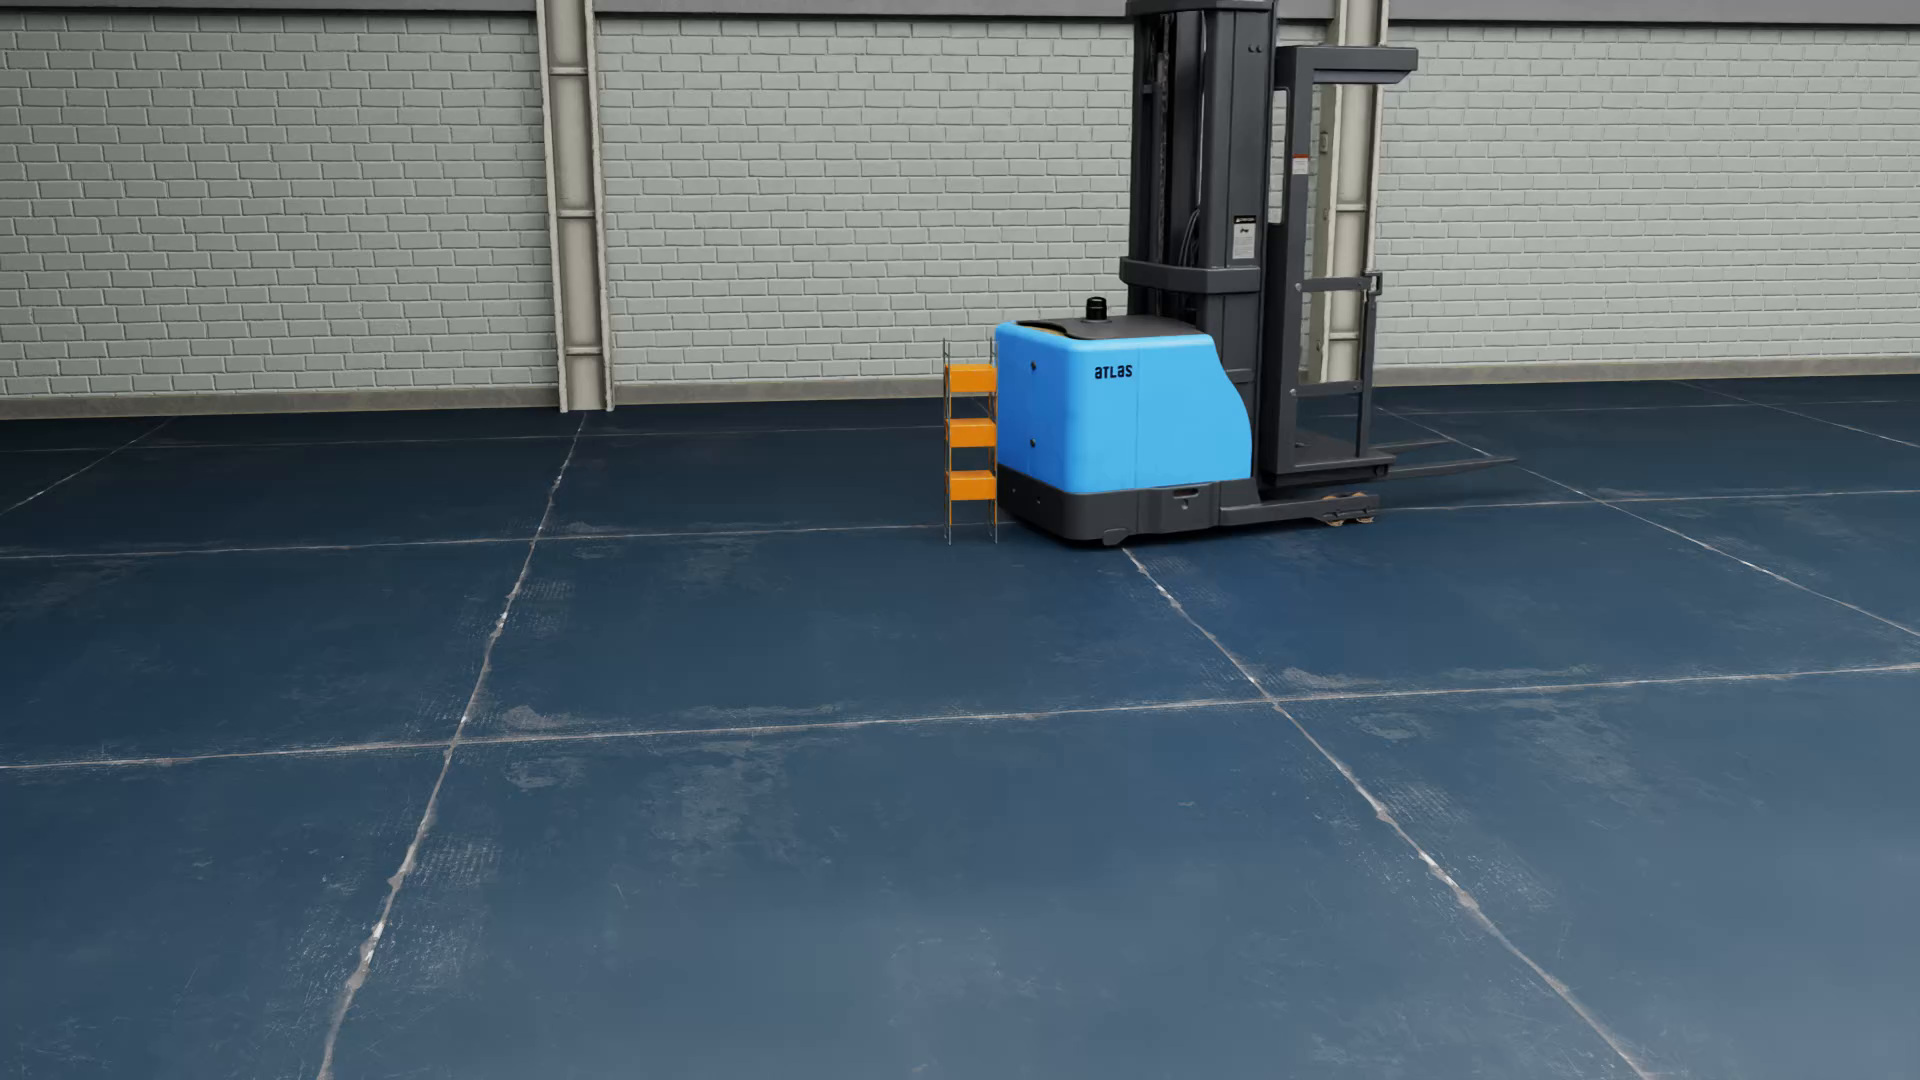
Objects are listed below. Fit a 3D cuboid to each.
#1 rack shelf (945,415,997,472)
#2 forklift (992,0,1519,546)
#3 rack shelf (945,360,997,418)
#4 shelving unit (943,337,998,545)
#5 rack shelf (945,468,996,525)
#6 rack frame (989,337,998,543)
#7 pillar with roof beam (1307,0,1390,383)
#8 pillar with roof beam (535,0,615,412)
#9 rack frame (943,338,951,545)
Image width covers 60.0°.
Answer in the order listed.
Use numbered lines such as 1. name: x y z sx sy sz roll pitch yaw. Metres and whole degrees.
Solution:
1. rack shelf: 0.053 -0.501 8.604 0.240 0.259 0.215 -2 14 -8
2. forklift: 1.741 -1.605 9.097 3.031 2.935 1.130 -6 15 -23
3. rack shelf: 0.053 -0.776 8.535 0.240 0.259 0.215 -2 14 -8
4. shelving unit: 0.053 -0.511 8.602 0.252 1.050 0.215 -2 14 -8
5. rack shelf: 0.053 -0.231 8.672 0.240 0.259 0.215 -2 14 -8
6. rack frame: 0.174 -0.516 8.619 0.008 1.050 0.200 -2 14 -8
7. pillar with roof beam: 3.721 -4.557 8.394 0.400 9.000 9.100 -2 14 -8
8. pillar with roof beam: -2.212 -4.340 7.527 0.400 9.000 9.100 -2 14 -8
9. rack frame: -0.068 -0.507 8.584 0.008 1.050 0.200 -2 14 -8
